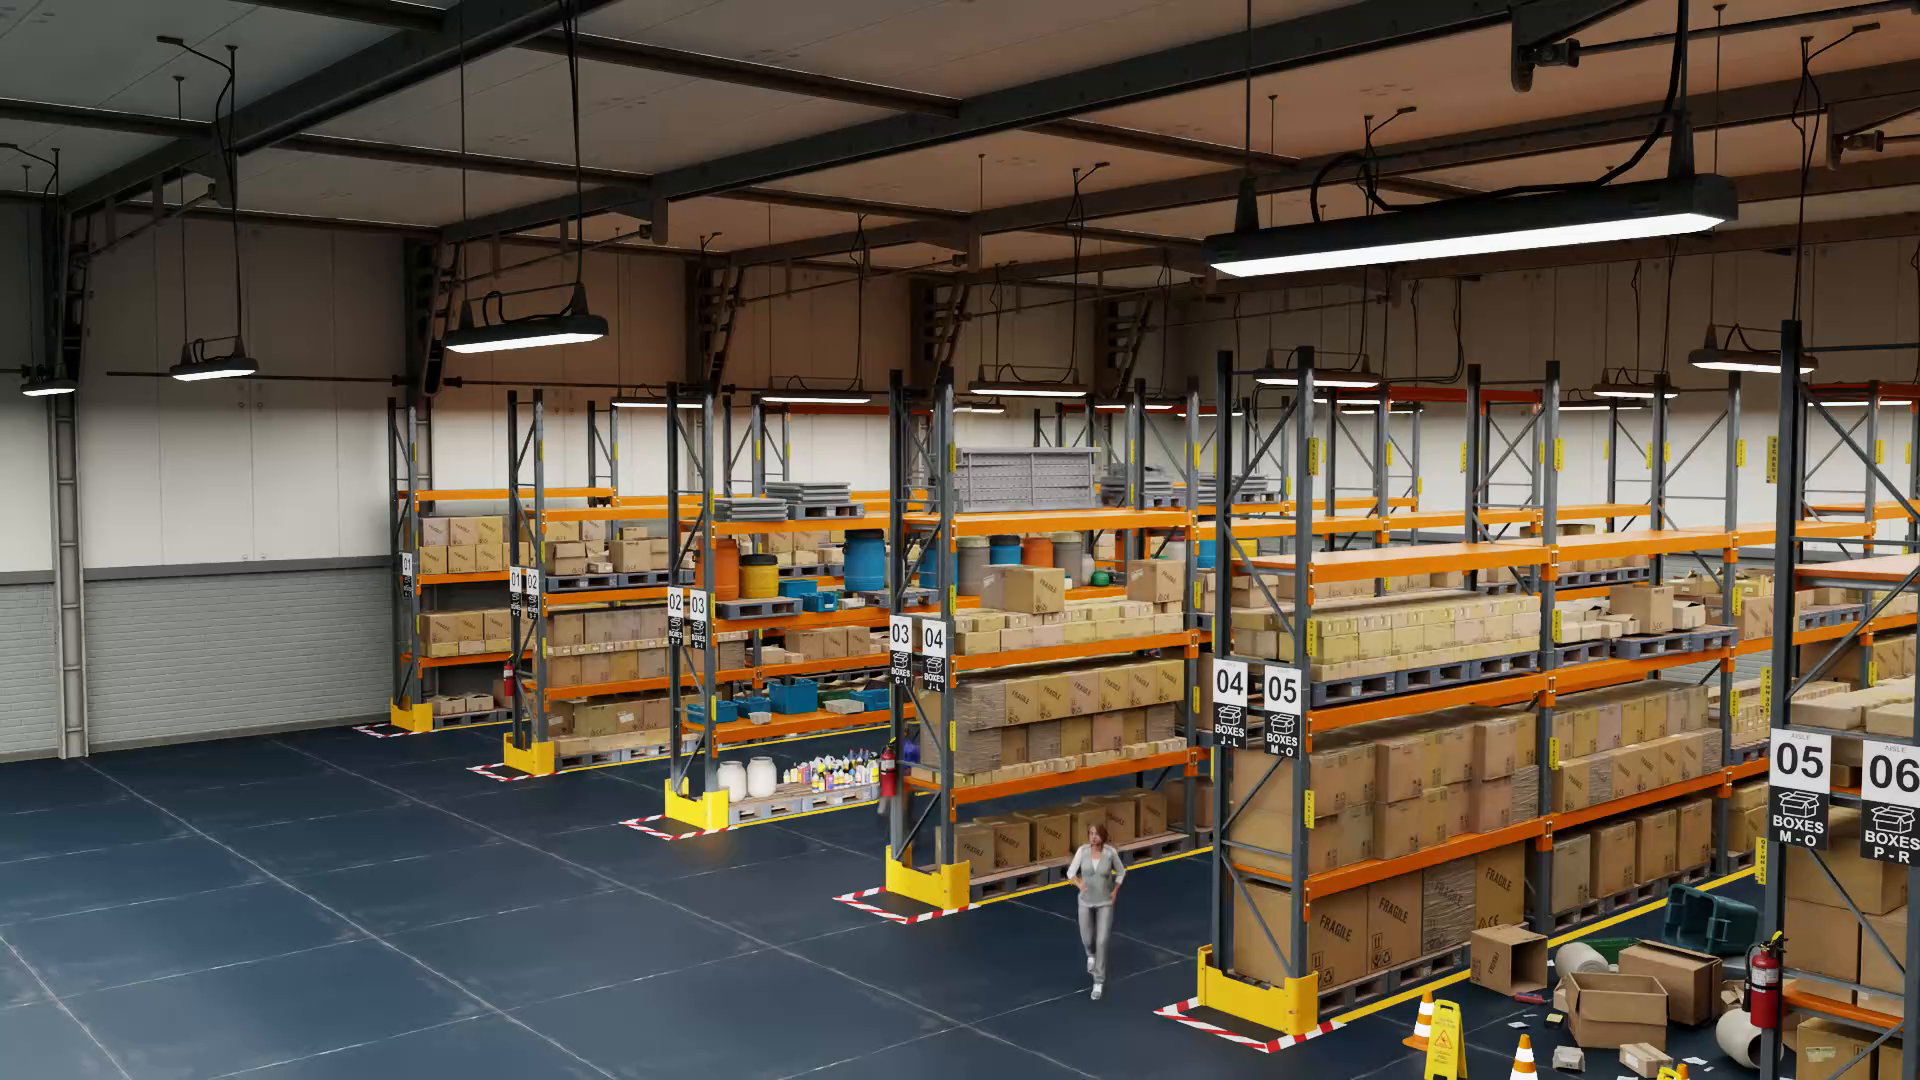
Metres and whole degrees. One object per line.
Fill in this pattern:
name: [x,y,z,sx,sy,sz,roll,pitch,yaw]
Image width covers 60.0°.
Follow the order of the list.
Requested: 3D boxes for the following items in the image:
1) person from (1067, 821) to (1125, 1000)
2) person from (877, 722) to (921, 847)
person: [1.281,3.457,15.744,0.540,1.612,0.713,1,3,12]
person: [-0.765,3.126,20.996,0.550,1.674,0.678,3,4,42]
